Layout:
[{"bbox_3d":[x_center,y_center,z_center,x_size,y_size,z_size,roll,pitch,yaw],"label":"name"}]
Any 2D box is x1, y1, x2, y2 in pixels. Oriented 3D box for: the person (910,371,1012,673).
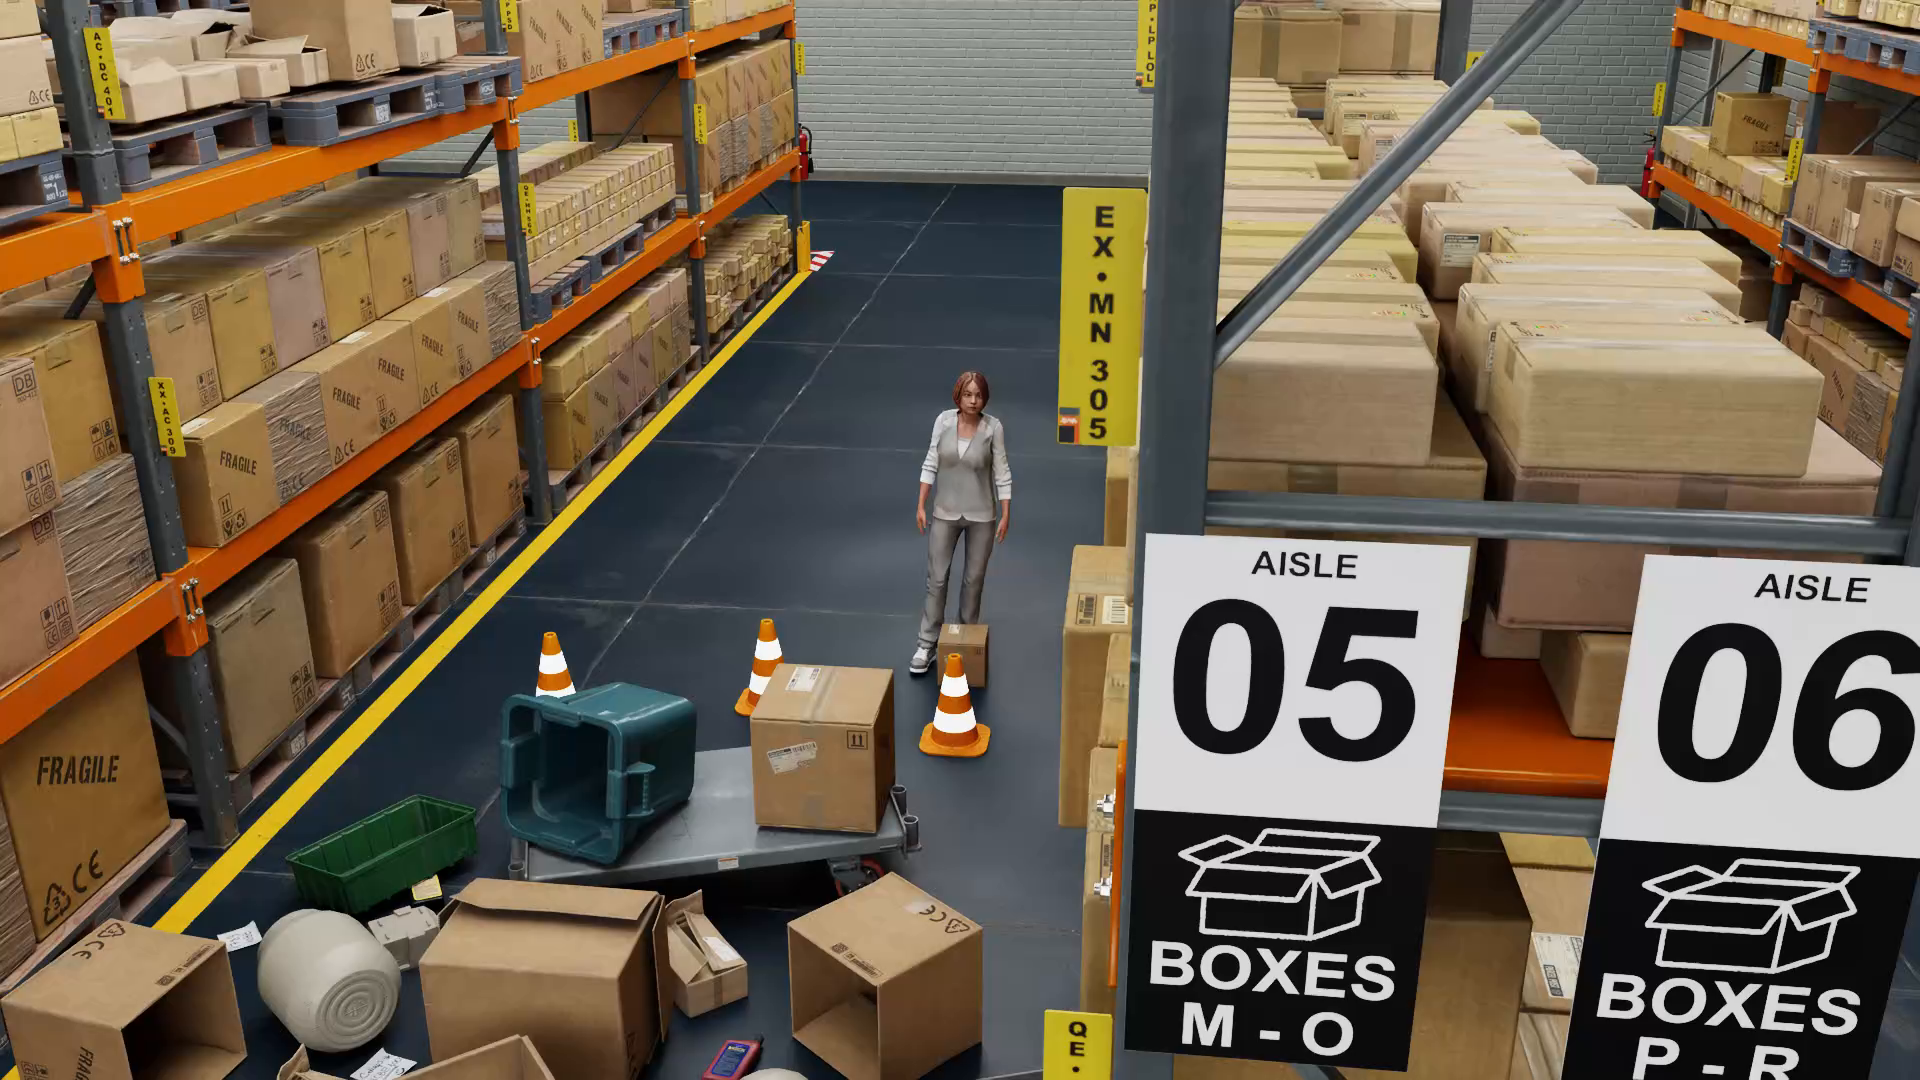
[{"bbox_3d":[0.005,-0.088,8.796,0.520,1.600,0.472,3,22,6],"label":"person"}]
